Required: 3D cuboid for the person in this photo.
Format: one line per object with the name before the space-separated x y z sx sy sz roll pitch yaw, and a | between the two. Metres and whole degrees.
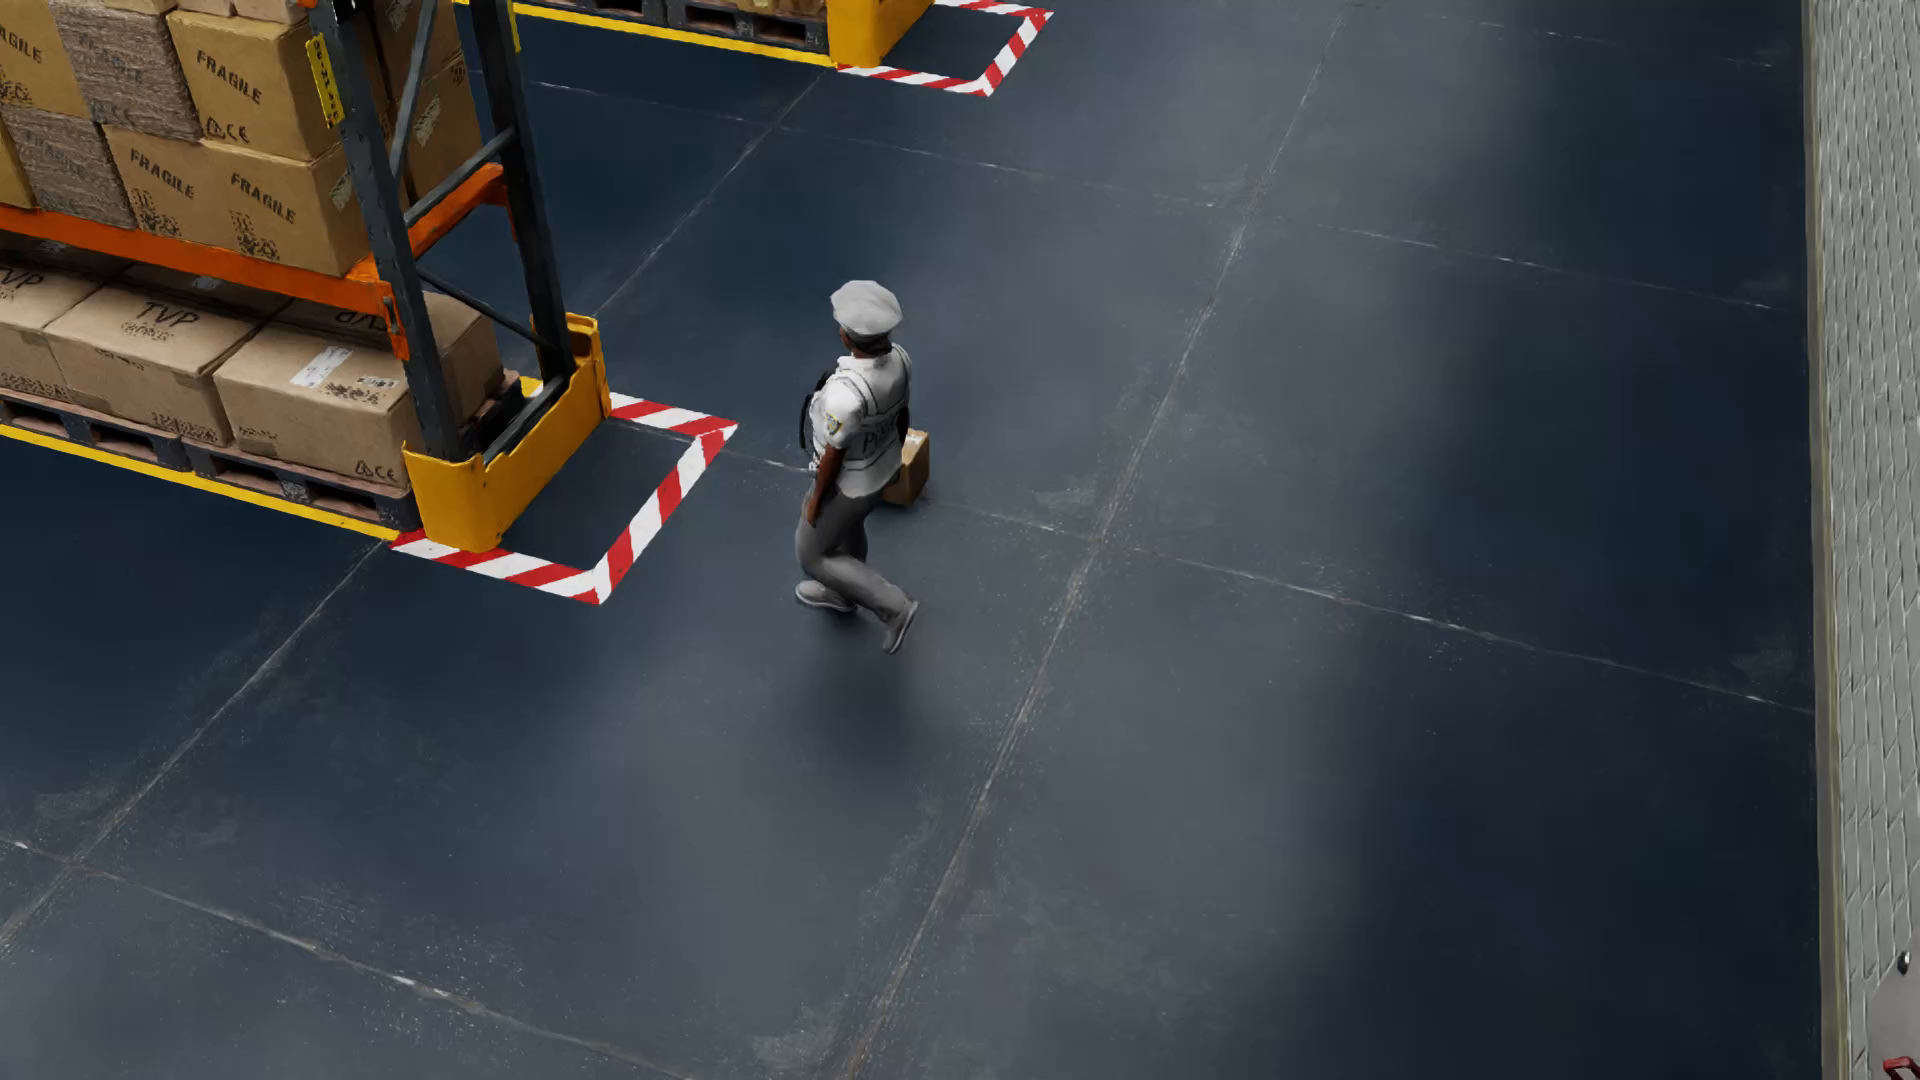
person | -0.420 -0.273 6.455 0.683 1.676 0.466 20 46 21
